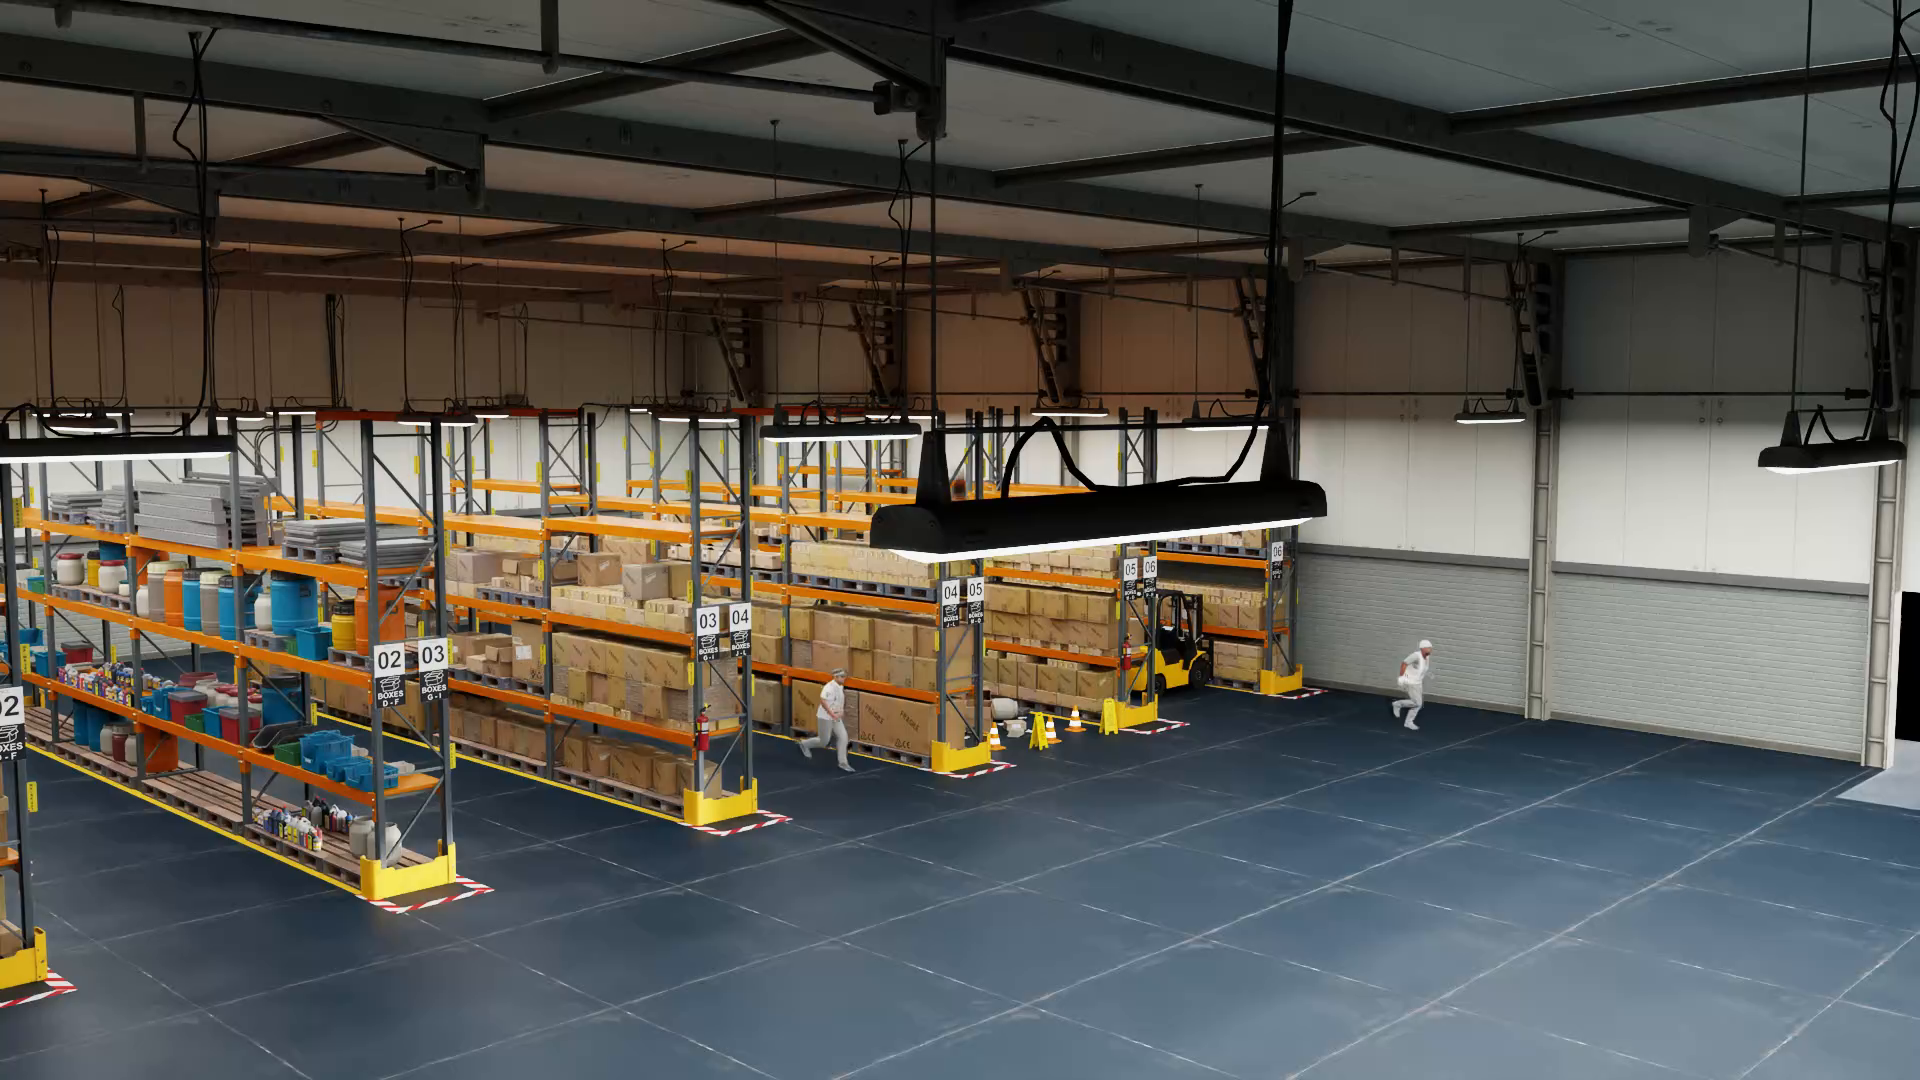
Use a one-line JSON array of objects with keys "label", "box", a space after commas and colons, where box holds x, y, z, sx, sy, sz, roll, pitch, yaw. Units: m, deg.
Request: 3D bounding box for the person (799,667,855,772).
[{"label": "person", "box": [-2.230, 3.009, 28.002, 1.035, 1.777, 0.663, 2, 6, 25]}]

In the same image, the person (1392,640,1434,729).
[{"label": "person", "box": [8.560, 2.717, 31.407, 0.761, 1.705, 0.675, 3, 6, 34]}]
